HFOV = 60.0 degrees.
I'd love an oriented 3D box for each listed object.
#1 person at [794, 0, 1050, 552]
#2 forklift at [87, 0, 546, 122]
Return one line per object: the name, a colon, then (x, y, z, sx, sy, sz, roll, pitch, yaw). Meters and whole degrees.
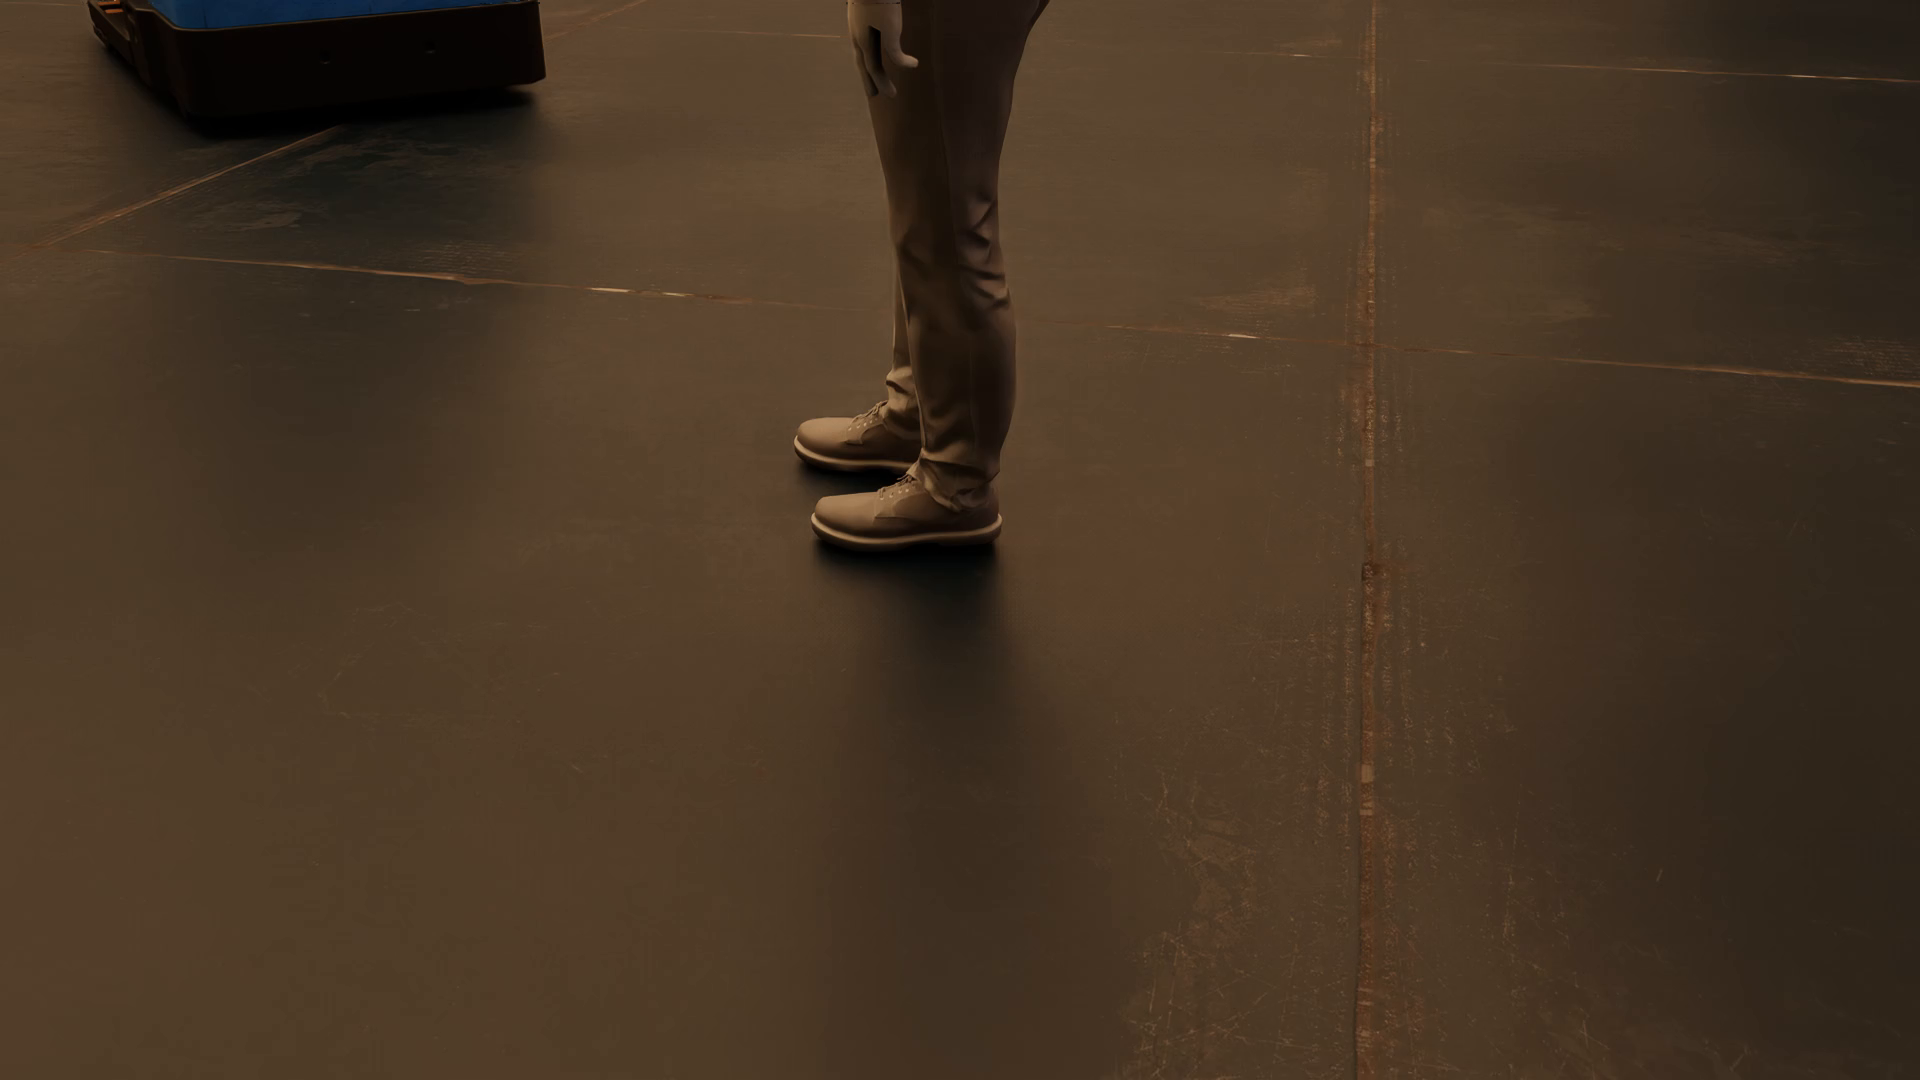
person: (-0.062, -0.776, 2.142, 0.534, 1.696, 0.569, 6, 27, 11)
forklift: (-2.508, -3.127, 5.445, 1.130, 2.935, 3.031, -16, 31, -28)
